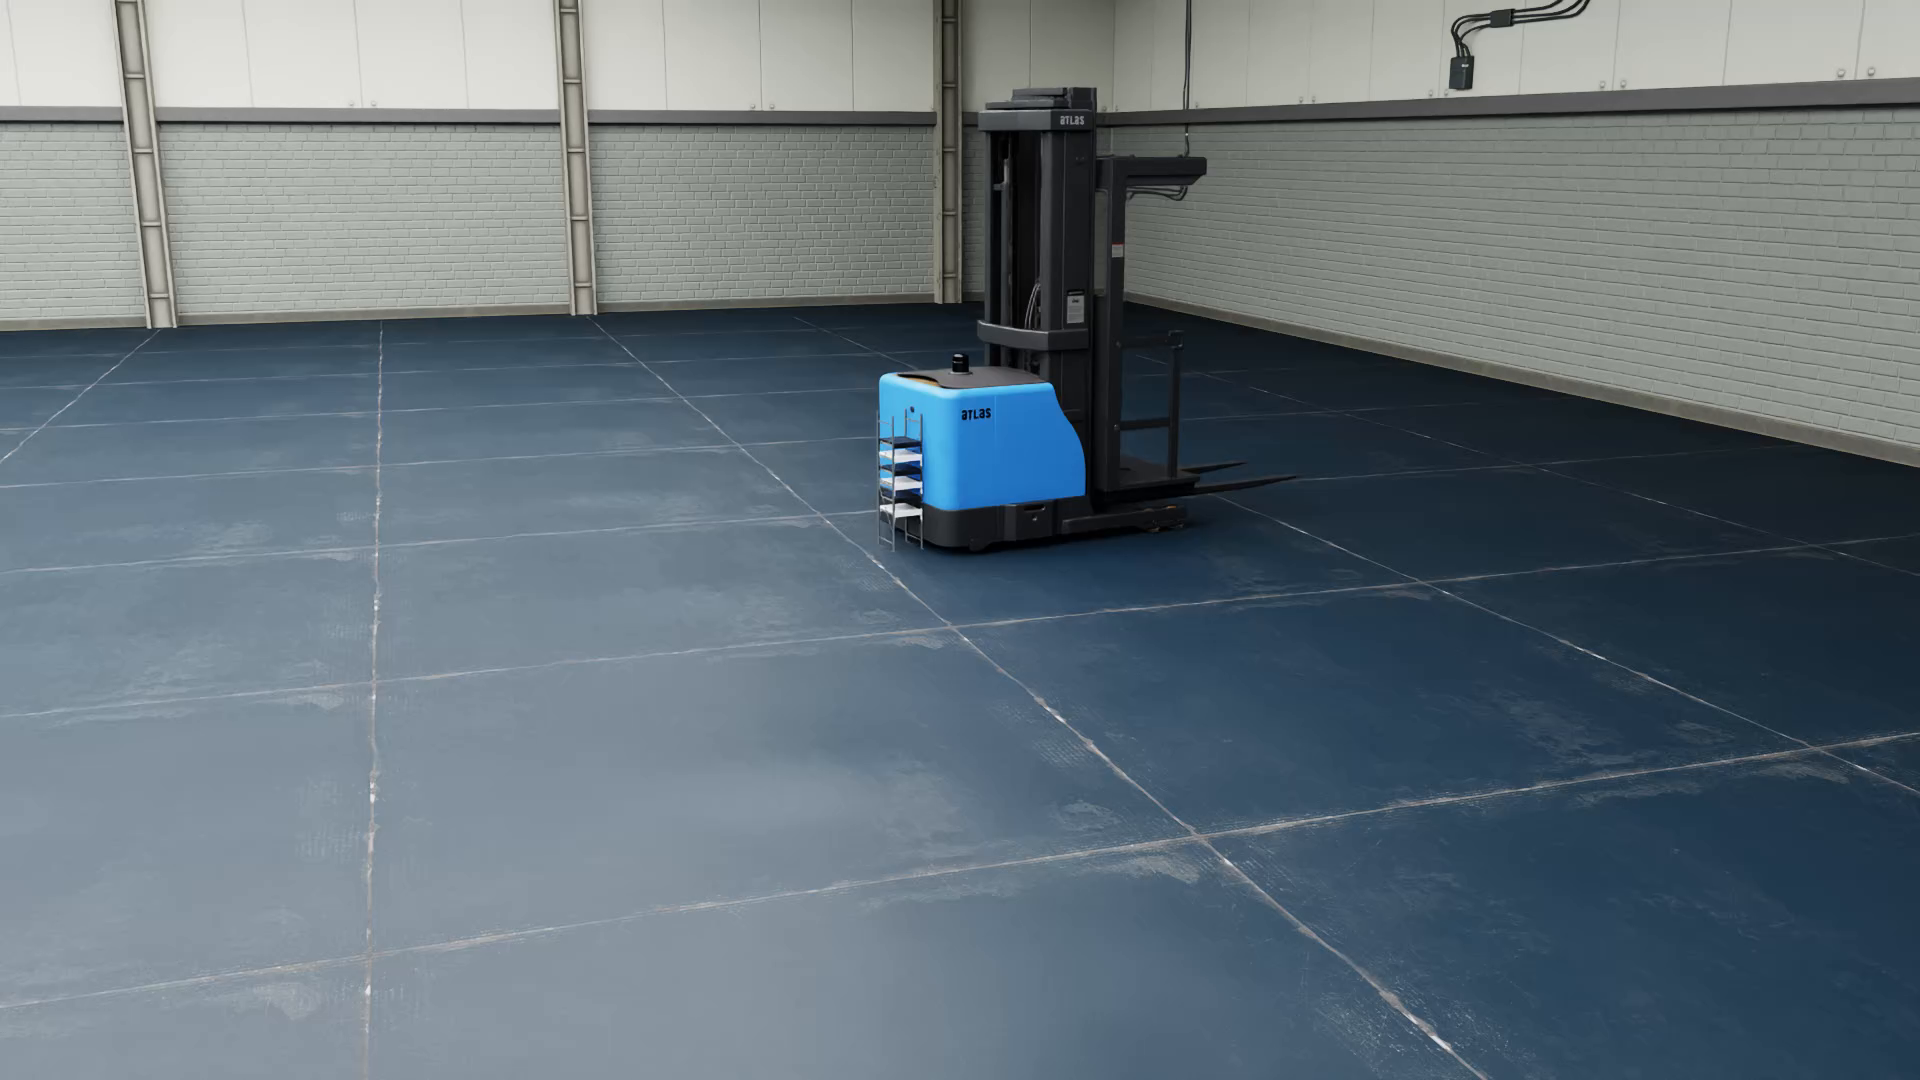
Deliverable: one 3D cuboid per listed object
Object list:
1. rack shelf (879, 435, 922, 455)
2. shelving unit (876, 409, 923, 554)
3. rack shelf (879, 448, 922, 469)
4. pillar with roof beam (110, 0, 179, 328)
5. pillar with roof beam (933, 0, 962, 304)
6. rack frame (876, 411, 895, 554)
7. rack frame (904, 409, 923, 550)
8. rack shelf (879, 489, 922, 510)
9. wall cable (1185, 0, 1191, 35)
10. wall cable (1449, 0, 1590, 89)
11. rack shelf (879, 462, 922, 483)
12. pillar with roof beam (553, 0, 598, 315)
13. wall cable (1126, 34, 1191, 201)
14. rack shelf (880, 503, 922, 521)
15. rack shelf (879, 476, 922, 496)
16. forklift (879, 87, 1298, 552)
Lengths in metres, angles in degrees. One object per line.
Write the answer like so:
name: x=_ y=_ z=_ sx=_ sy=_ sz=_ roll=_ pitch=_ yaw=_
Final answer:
rack shelf: x=-0.392 y=-0.616 z=10.765 sx=0.200 sy=0.077 sz=0.258 roll=-7 pitch=15 yaw=-28
shelving unit: x=-0.392 y=-0.386 z=10.820 sx=0.210 sy=0.900 sz=0.258 roll=-7 pitch=15 yaw=-28
rack shelf: x=-0.392 y=-0.528 z=10.786 sx=0.200 sy=0.077 sz=0.258 roll=-7 pitch=15 yaw=-28
pillar with roof beam: x=-10.203 y=-6.531 z=19.153 sx=0.400 sy=9.000 sz=9.100 roll=-4 pitch=14 yaw=-18
pillar with roof beam: x=1.170 y=-7.417 z=22.876 sx=0.400 sy=9.000 sz=9.100 roll=-4 pitch=14 yaw=-18
rack frame: x=-0.482 y=-0.374 z=10.772 sx=0.006 sy=0.900 sz=0.240 roll=-7 pitch=15 yaw=-28
rack frame: x=-0.303 y=-0.397 z=10.867 sx=0.006 sy=0.900 sz=0.240 roll=-7 pitch=15 yaw=-28
rack shelf: x=-0.392 y=-0.266 z=10.848 sx=0.200 sy=0.077 sz=0.258 roll=-7 pitch=15 yaw=-28
wall cable: x=3.874 y=-8.641 z=23.821 sx=0.112 sy=2.526 sz=3.097 roll=-4 pitch=14 yaw=-18
wall cable: x=6.024 y=-7.859 z=17.389 sx=0.169 sy=6.003 sz=2.305 roll=-4 pitch=14 yaw=-18
rack shelf: x=-0.392 y=-0.441 z=10.807 sx=0.200 sy=0.077 sz=0.258 roll=-7 pitch=15 yaw=-28
pillar with roof beam: x=-4.517 y=-6.974 z=21.015 sx=0.400 sy=9.000 sz=9.100 roll=-4 pitch=14 yaw=-18
wall cable: x=3.011 y=-6.777 z=26.900 sx=0.112 sy=2.526 sz=3.097 roll=-4 pitch=14 yaw=-18
rack shelf: x=-0.392 y=-0.178 z=10.869 sx=0.200 sy=0.077 sz=0.258 roll=-7 pitch=15 yaw=-28
rack shelf: x=-0.392 y=-0.353 z=10.827 sx=0.200 sy=0.077 sz=0.258 roll=-7 pitch=15 yaw=-28
forklift: x=0.982 y=-1.575 z=11.430 sx=3.031 sy=2.935 sz=1.130 roll=-7 pitch=15 yaw=-28
